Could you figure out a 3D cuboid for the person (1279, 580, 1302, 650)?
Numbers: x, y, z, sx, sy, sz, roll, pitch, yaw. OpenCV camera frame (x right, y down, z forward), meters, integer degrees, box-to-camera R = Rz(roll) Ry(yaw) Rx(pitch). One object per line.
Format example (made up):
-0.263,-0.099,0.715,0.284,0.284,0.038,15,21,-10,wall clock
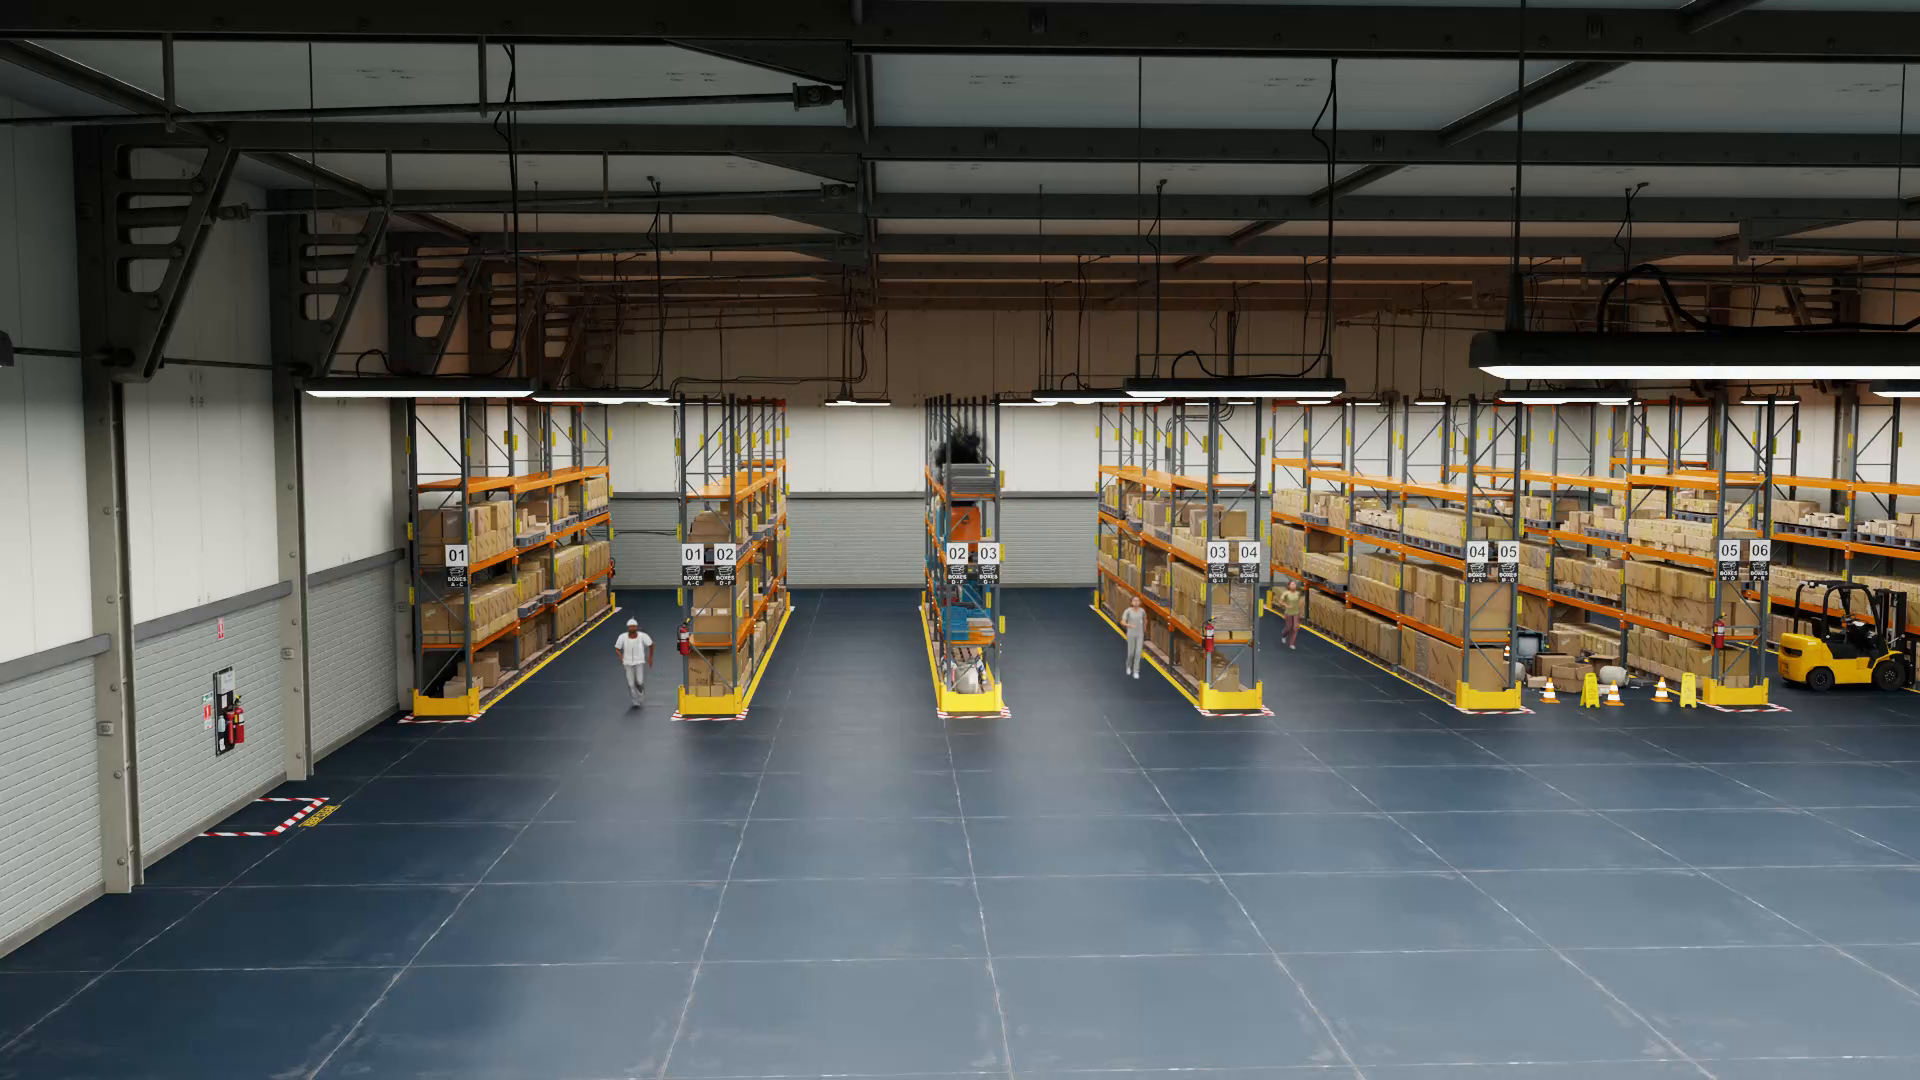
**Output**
7.905,1.767,39.713,0.583,1.634,0.701,-1,5,-10,person

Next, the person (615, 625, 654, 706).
-6.218,2.379,31.702,0.729,1.679,0.609,0,5,-5,person

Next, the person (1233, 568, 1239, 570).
7.705,1.117,47.559,0.702,1.732,0.648,2,5,28,person

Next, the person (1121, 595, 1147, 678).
3.547,1.942,33.702,0.570,1.657,0.704,-1,5,-8,person
